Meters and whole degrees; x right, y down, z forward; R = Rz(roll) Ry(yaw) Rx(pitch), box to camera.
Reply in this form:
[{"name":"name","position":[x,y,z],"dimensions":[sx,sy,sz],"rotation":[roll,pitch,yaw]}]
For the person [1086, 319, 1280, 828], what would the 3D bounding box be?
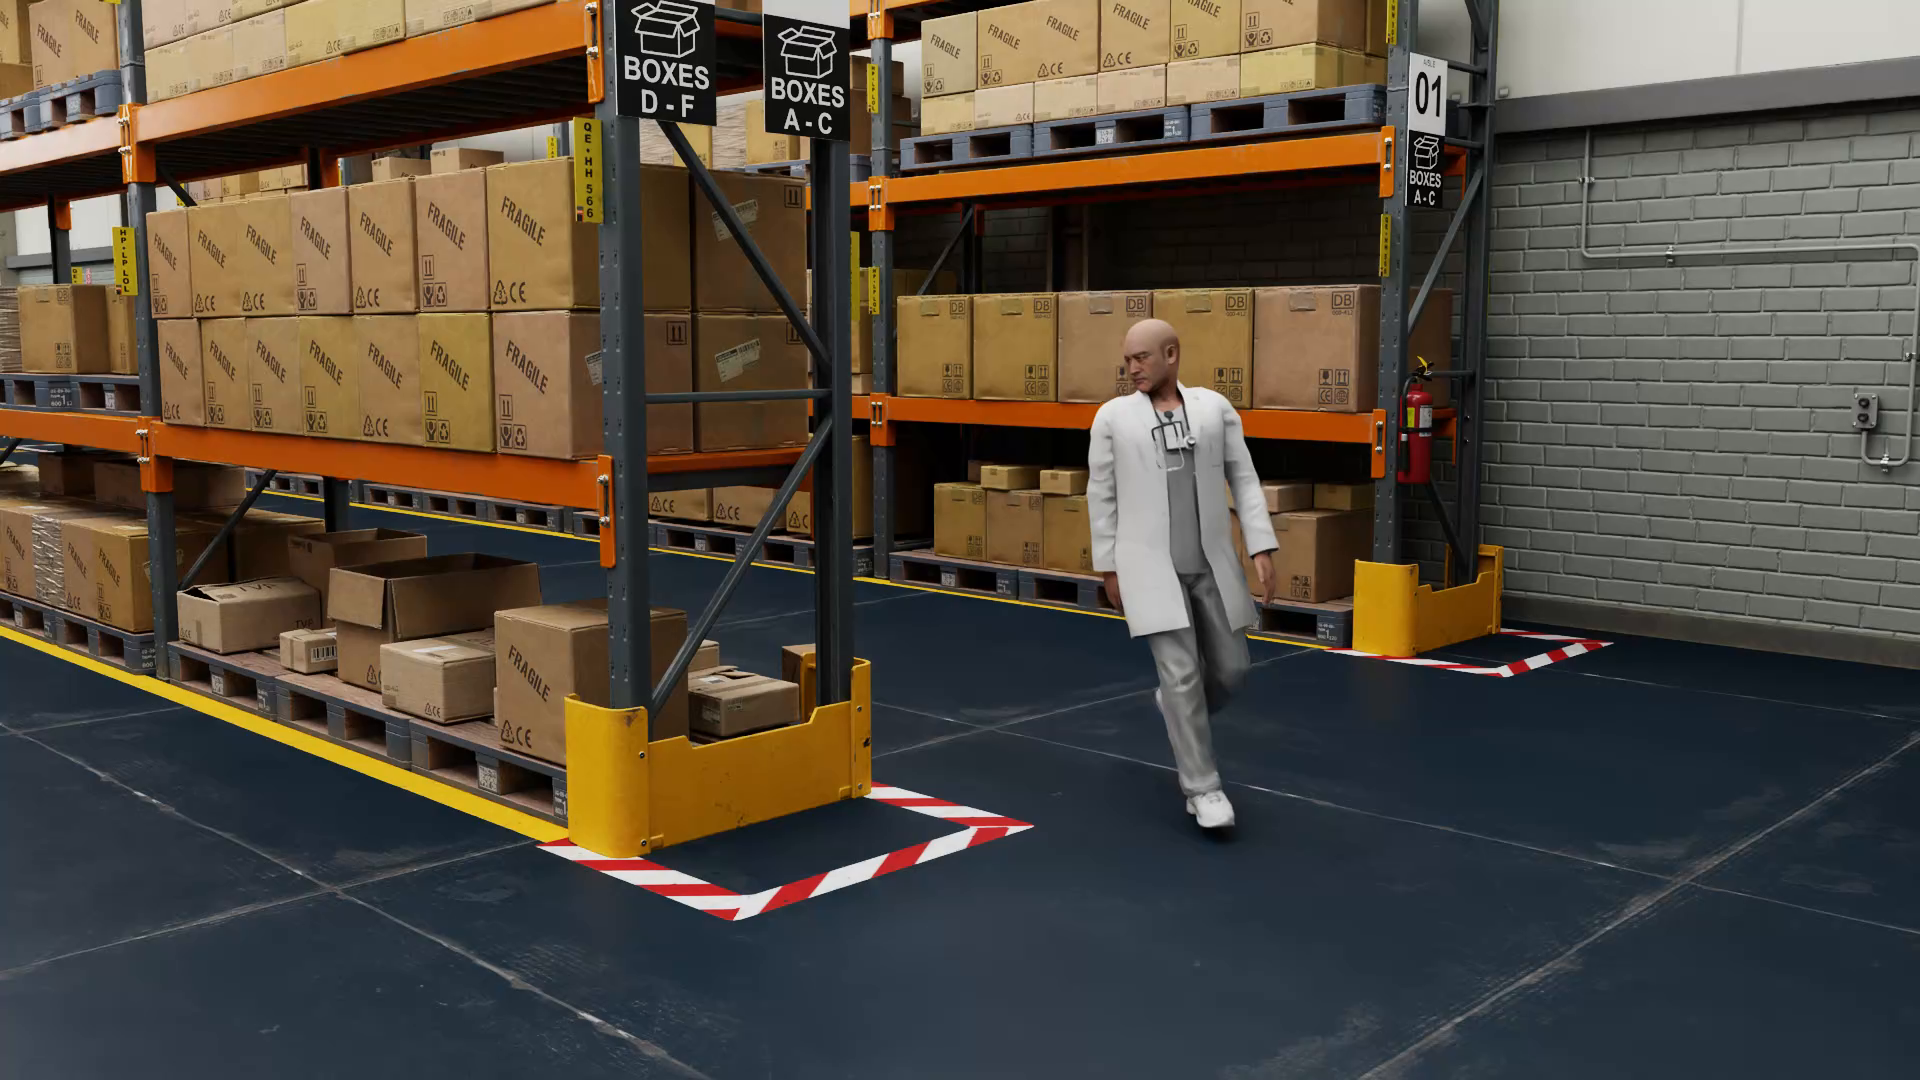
[{"name":"person","position":[0.788,0.092,5.933],"dimensions":[0.651,1.748,0.815],"rotation":[-1,7,-10]}]
